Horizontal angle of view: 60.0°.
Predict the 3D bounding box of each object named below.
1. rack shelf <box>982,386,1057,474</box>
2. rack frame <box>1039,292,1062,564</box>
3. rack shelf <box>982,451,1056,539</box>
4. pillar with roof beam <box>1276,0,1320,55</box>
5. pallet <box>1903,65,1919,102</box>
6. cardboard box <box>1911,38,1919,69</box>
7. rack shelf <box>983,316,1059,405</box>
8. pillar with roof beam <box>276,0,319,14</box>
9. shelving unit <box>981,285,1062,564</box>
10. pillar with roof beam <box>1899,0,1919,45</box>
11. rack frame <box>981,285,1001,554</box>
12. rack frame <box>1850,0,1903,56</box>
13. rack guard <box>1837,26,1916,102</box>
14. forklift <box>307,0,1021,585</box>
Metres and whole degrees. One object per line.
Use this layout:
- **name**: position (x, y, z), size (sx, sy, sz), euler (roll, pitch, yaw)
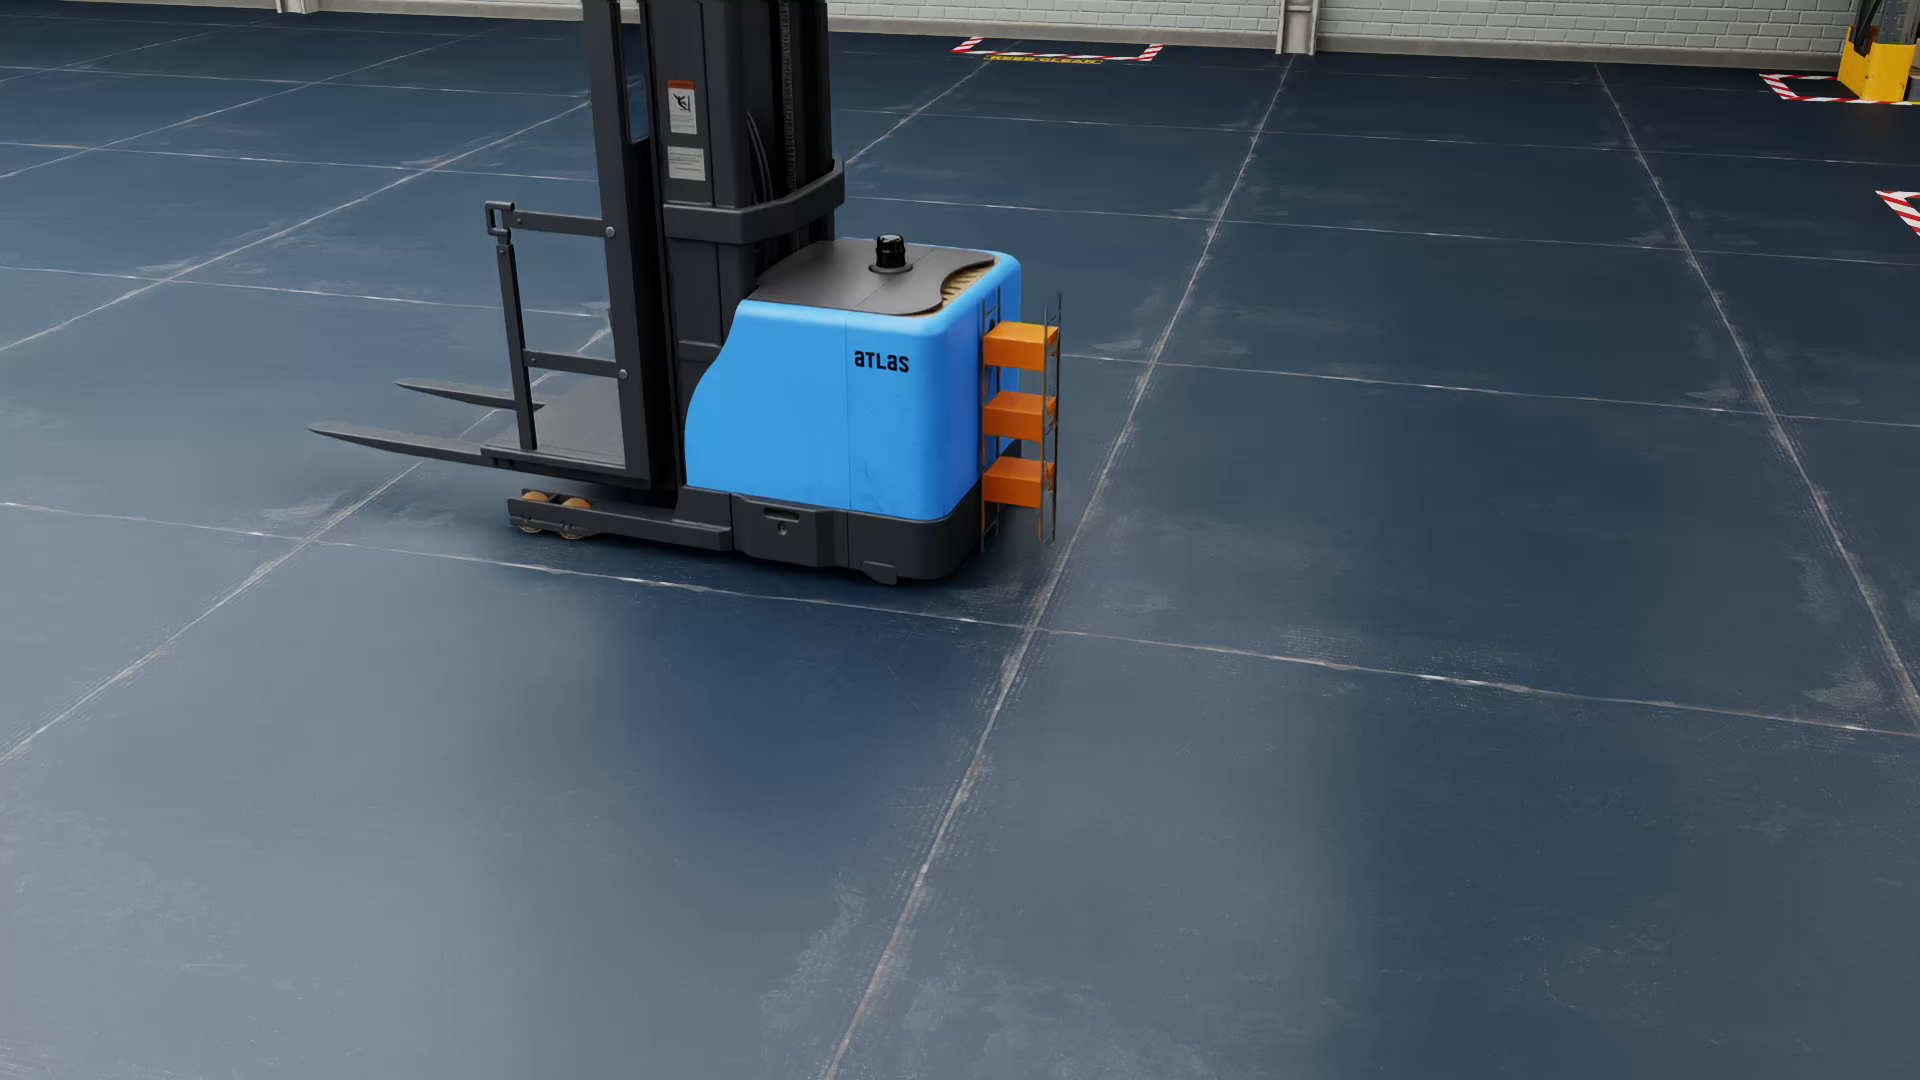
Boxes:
- **rack shelf**: position (0.234, -0.430, 6.456), size (0.240, 0.259, 0.215), euler (9, 27, 18)
- **rack frame**: position (0.349, -0.422, 6.415), size (0.008, 1.050, 0.200), euler (9, 27, 18)
- **rack shelf**: position (0.234, -0.179, 6.576), size (0.240, 0.259, 0.215), euler (9, 27, 18)
- **pillar with roof beam**: position (2.482, -7.437, 11.903), size (0.400, 9.000, 9.100), euler (6, 26, 13)
- **pallet**: position (9.323, -4.225, 15.378), size (1.213, 0.211, 1.003), euler (6, 26, 13)
- **cardboard box**: position (9.119, -4.467, 15.258), size (0.500, 0.311, 0.500), euler (3, 26, 7)
- **rack shelf**: position (0.234, -0.686, 6.334), size (0.240, 0.259, 0.215), euler (9, 27, 18)
- **pillar with roof beam**: position (-9.140, -8.722, 14.602), size (0.400, 9.000, 9.100), euler (6, 26, 13)
- **shelving unit**: position (0.234, -0.440, 6.452), size (0.252, 1.050, 0.215), euler (9, 27, 18)
- **pillar with roof beam**: position (8.293, -6.795, 10.554), size (0.400, 9.000, 9.100), euler (6, 26, 13)
- **rack frame**: position (0.119, -0.457, 6.489), size (0.008, 1.050, 0.200), euler (9, 27, 18)
- **rack frame**: position (8.471, -5.593, 15.009), size (0.127, 3.000, 1.000), euler (6, 26, 13)
- **rack guard**: position (8.545, -4.457, 15.529), size (0.348, 0.500, 1.175), euler (6, 26, 13)
- **forklift**: position (-1.315, -1.526, 6.546), size (3.031, 2.935, 1.130), euler (9, 27, 18)
